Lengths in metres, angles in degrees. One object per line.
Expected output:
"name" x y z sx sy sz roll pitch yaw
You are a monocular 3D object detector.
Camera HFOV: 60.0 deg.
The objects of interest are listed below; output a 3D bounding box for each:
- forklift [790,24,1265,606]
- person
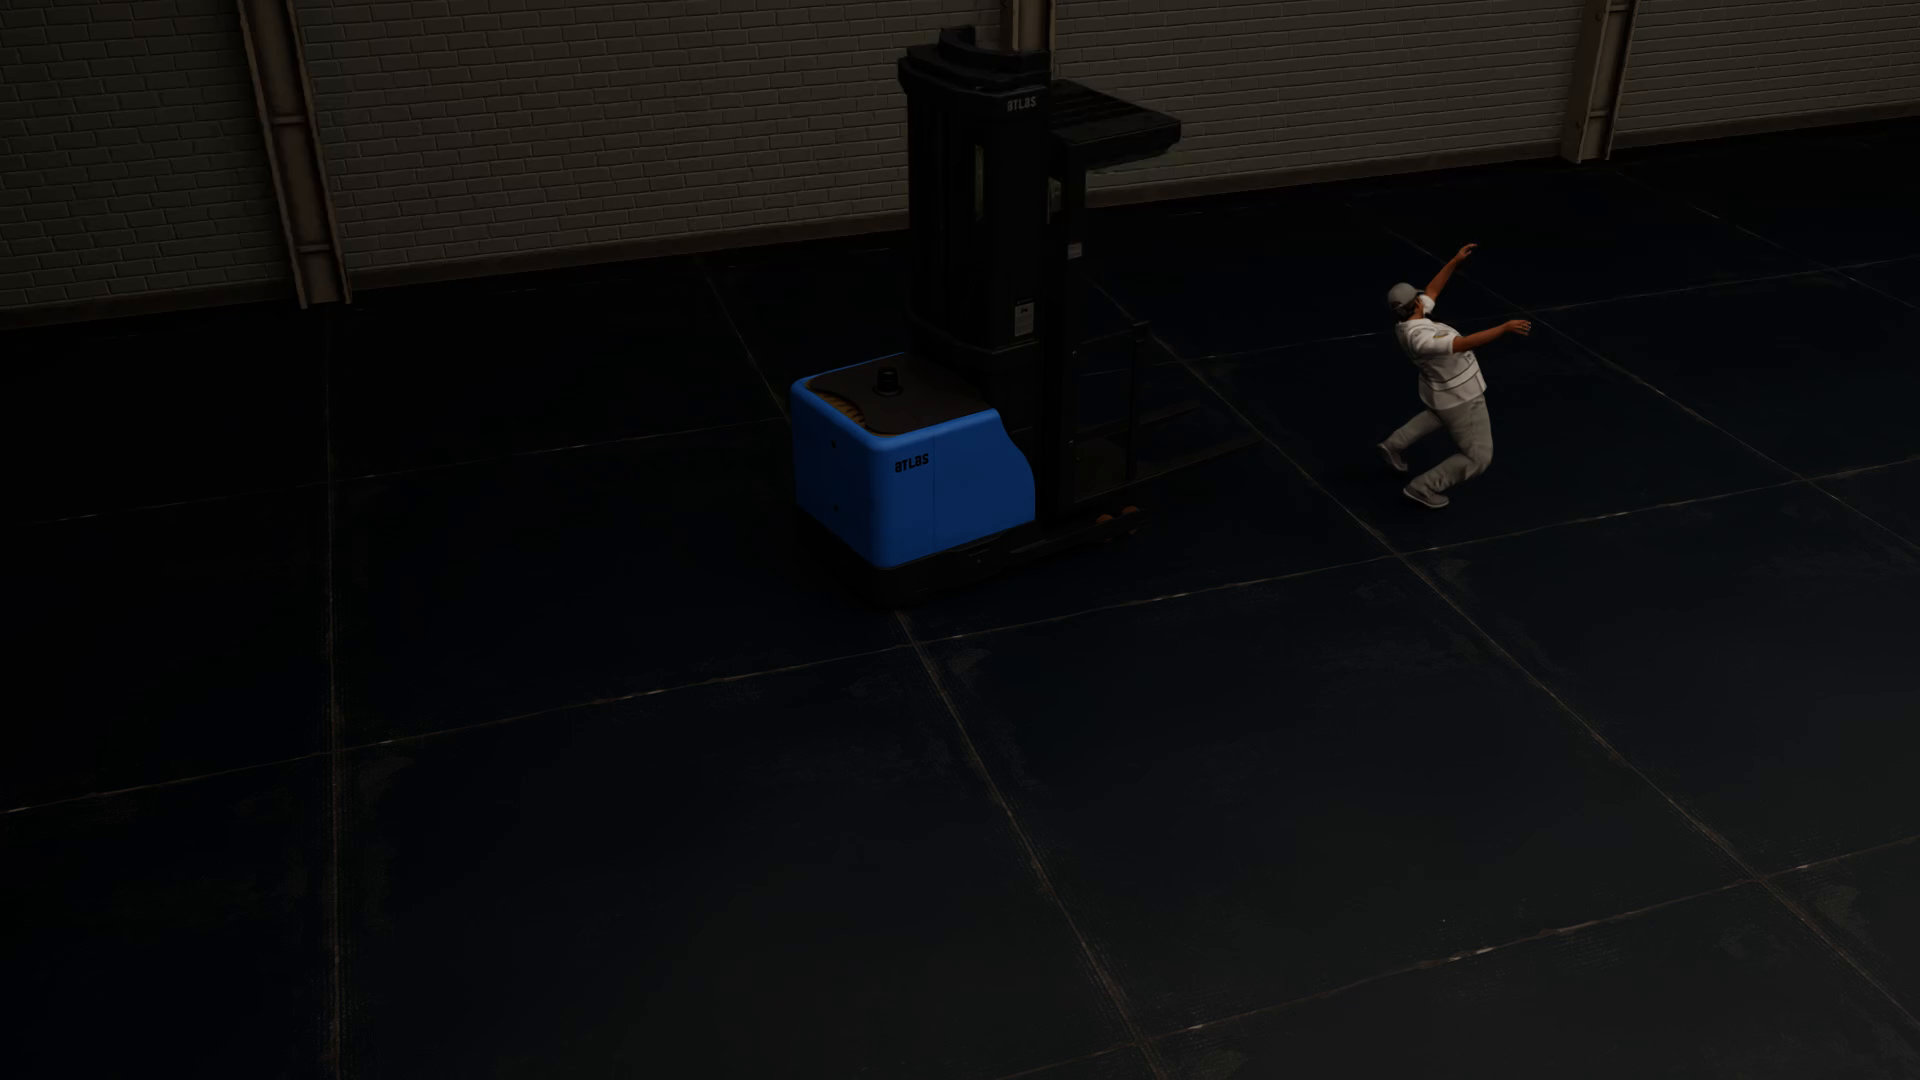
"forklift" 0.525 -1.455 9.617 3.031 2.935 1.130 -18 35 -29
"person" 2.912 -0.920 10.055 0.657 1.552 0.950 -5 30 -8
